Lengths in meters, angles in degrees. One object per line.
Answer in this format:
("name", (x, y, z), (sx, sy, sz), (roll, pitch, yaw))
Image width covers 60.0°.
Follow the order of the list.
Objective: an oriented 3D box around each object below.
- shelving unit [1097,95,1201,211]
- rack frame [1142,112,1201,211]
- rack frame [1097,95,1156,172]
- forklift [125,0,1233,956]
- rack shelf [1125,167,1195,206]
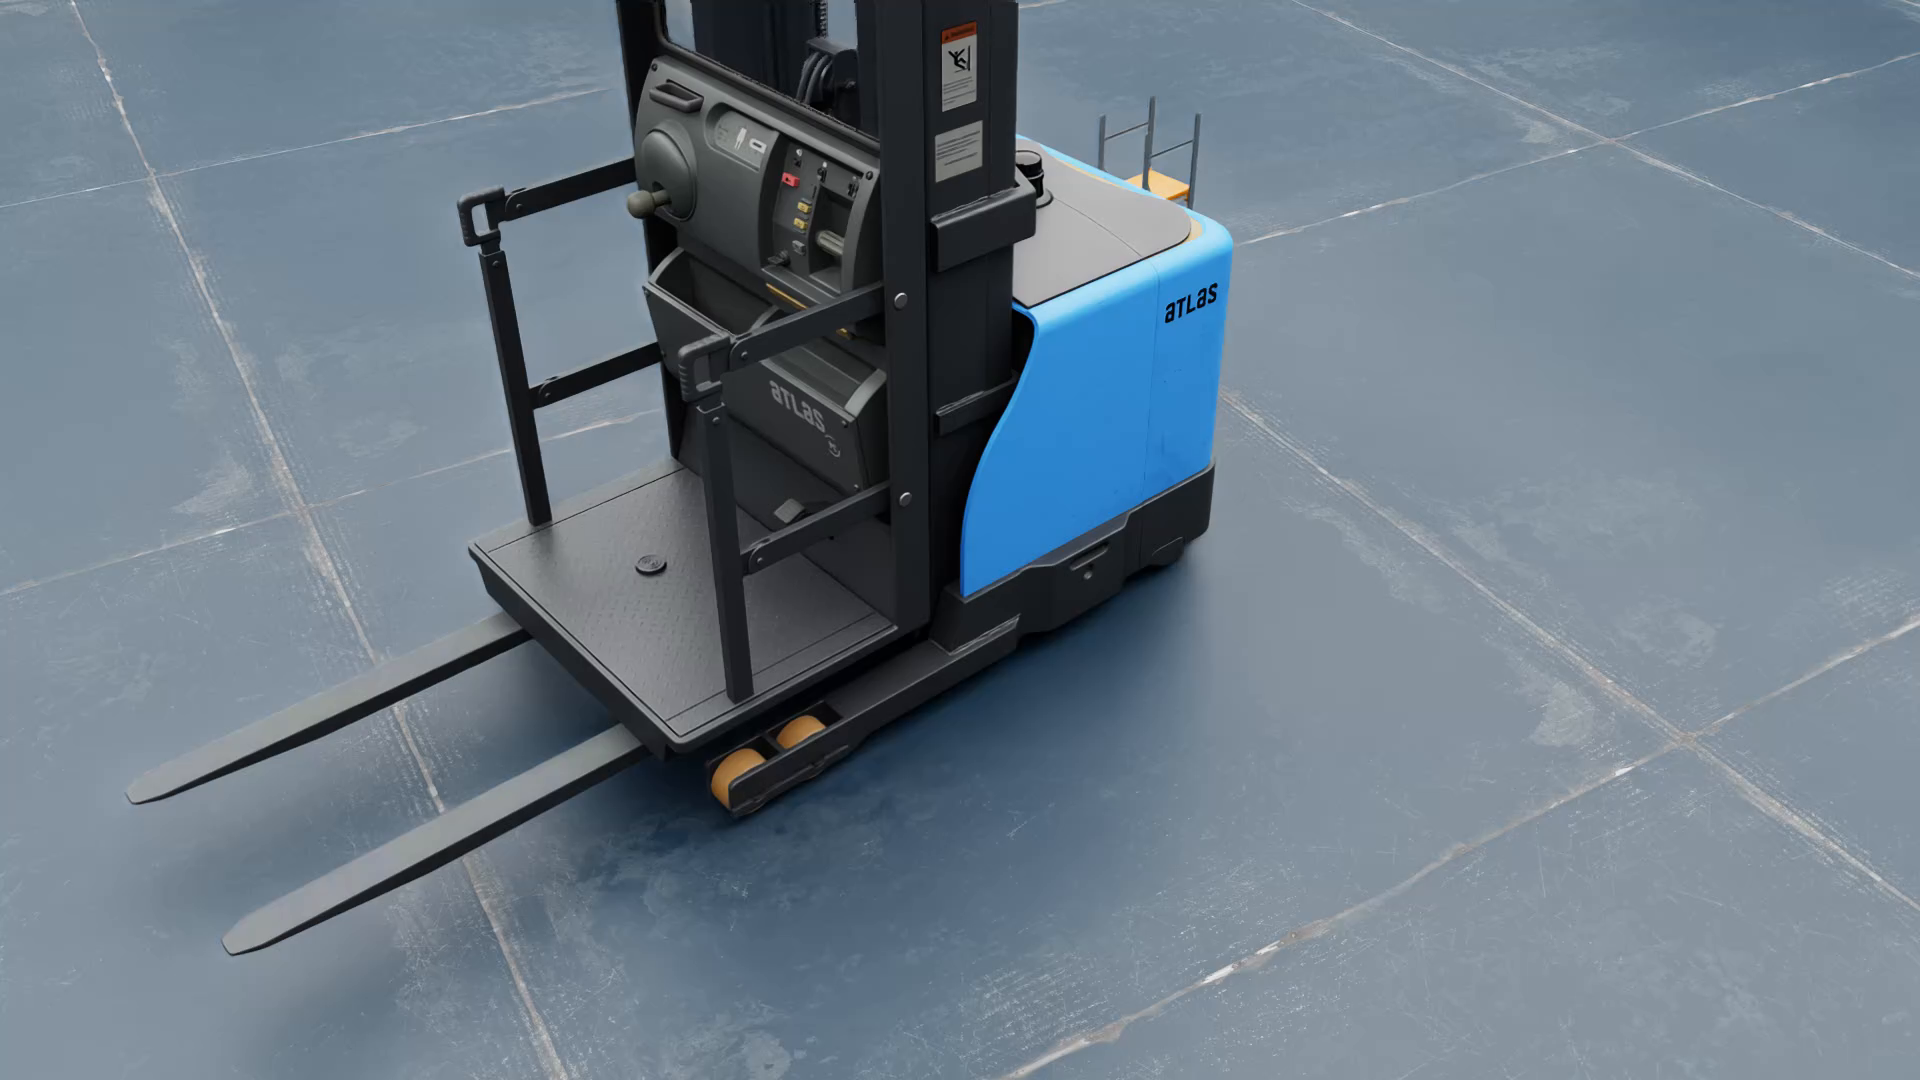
("shelving unit", (0.568, -0.784, 5.306), (0.258, 1.200, 0.189), (-28, 45, -33))
("rack frame", (0.630, -0.744, 5.251), (0.240, 1.200, 0.006), (-28, 45, -33))
("rack frame", (0.507, -0.824, 5.361), (0.240, 1.200, 0.006), (-28, 45, -33))
("forklift", (-0.666, -0.829, 3.900), (3.031, 2.935, 1.130), (-27, 44, -32))
("rack shelf", (0.568, -1.039, 5.120), (0.258, 0.103, 0.180), (-28, 45, -33))
